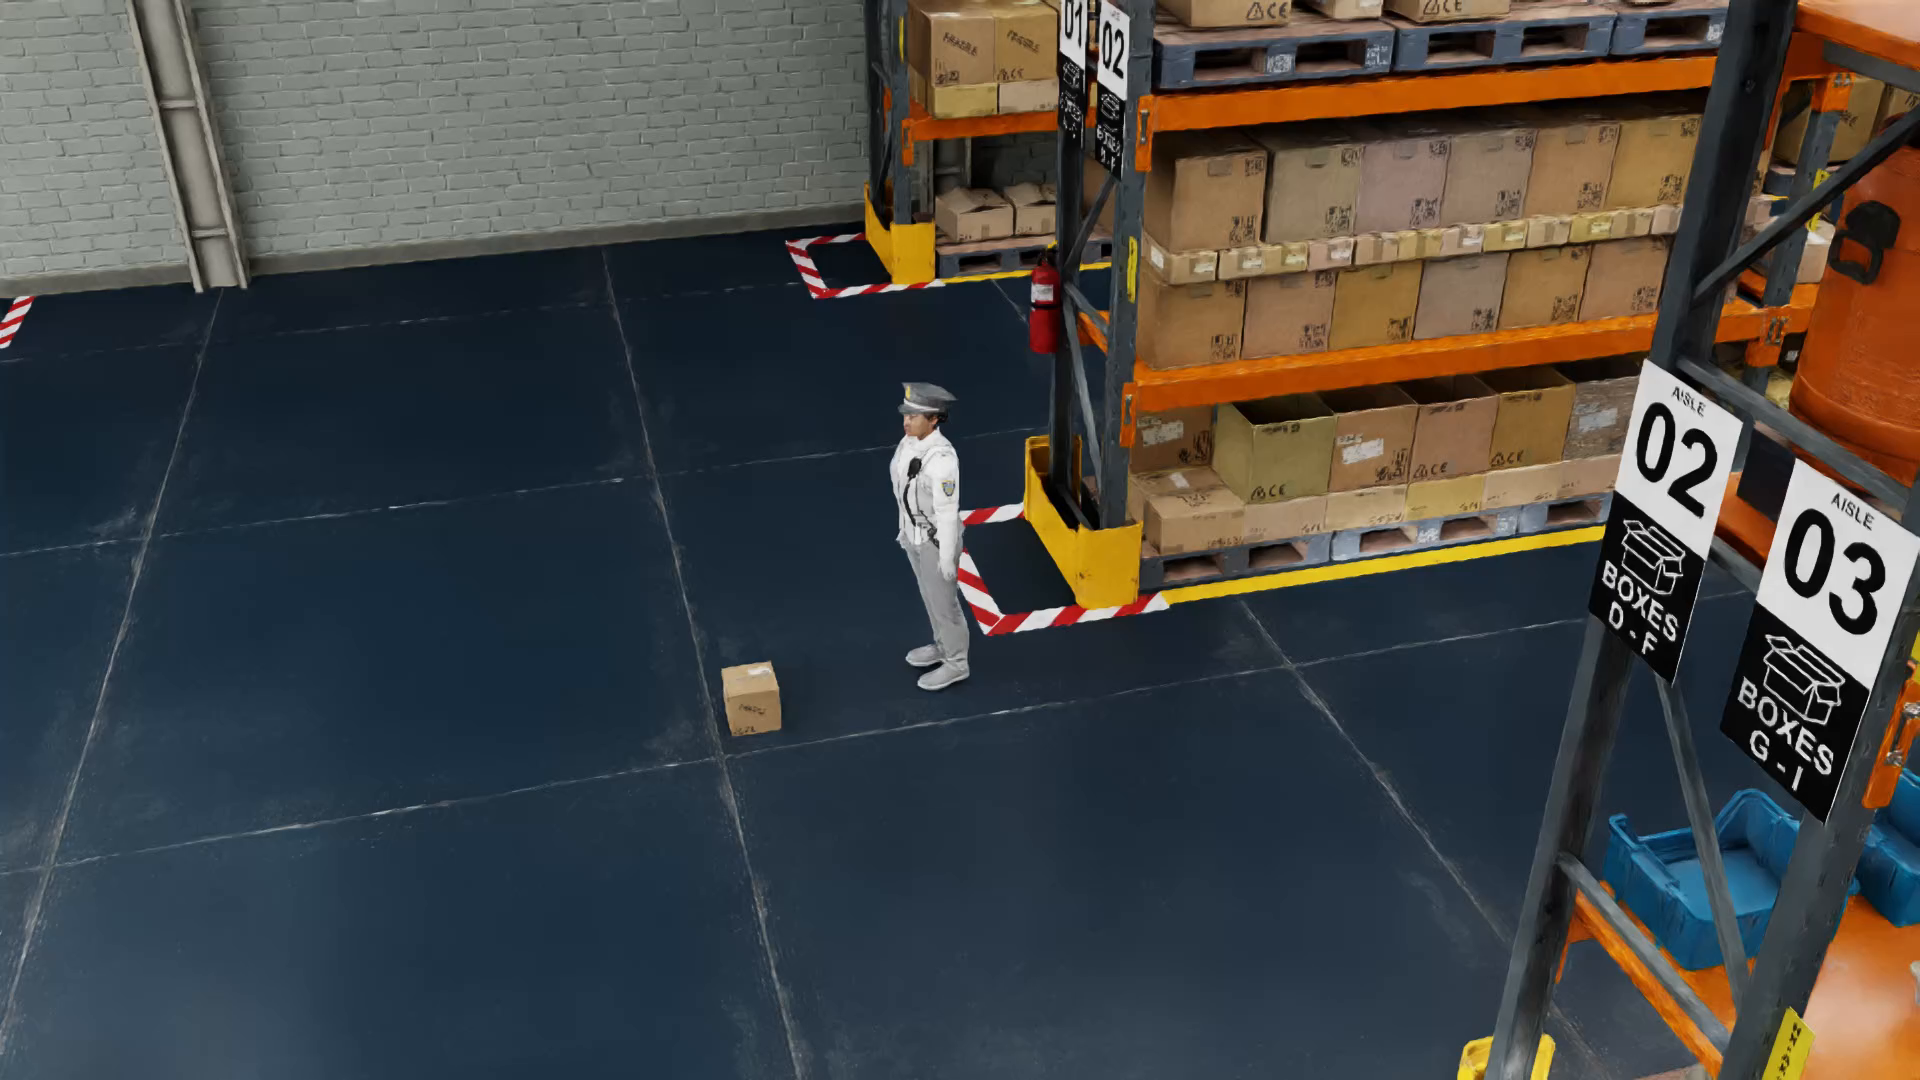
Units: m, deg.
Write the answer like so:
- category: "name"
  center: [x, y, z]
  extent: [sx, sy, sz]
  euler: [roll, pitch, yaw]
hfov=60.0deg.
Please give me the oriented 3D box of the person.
- category: "person"
  center: [-0.137, -0.018, 8.211]
  extent: [0.386, 1.684, 0.494]
  euler: [-12, 32, -19]
